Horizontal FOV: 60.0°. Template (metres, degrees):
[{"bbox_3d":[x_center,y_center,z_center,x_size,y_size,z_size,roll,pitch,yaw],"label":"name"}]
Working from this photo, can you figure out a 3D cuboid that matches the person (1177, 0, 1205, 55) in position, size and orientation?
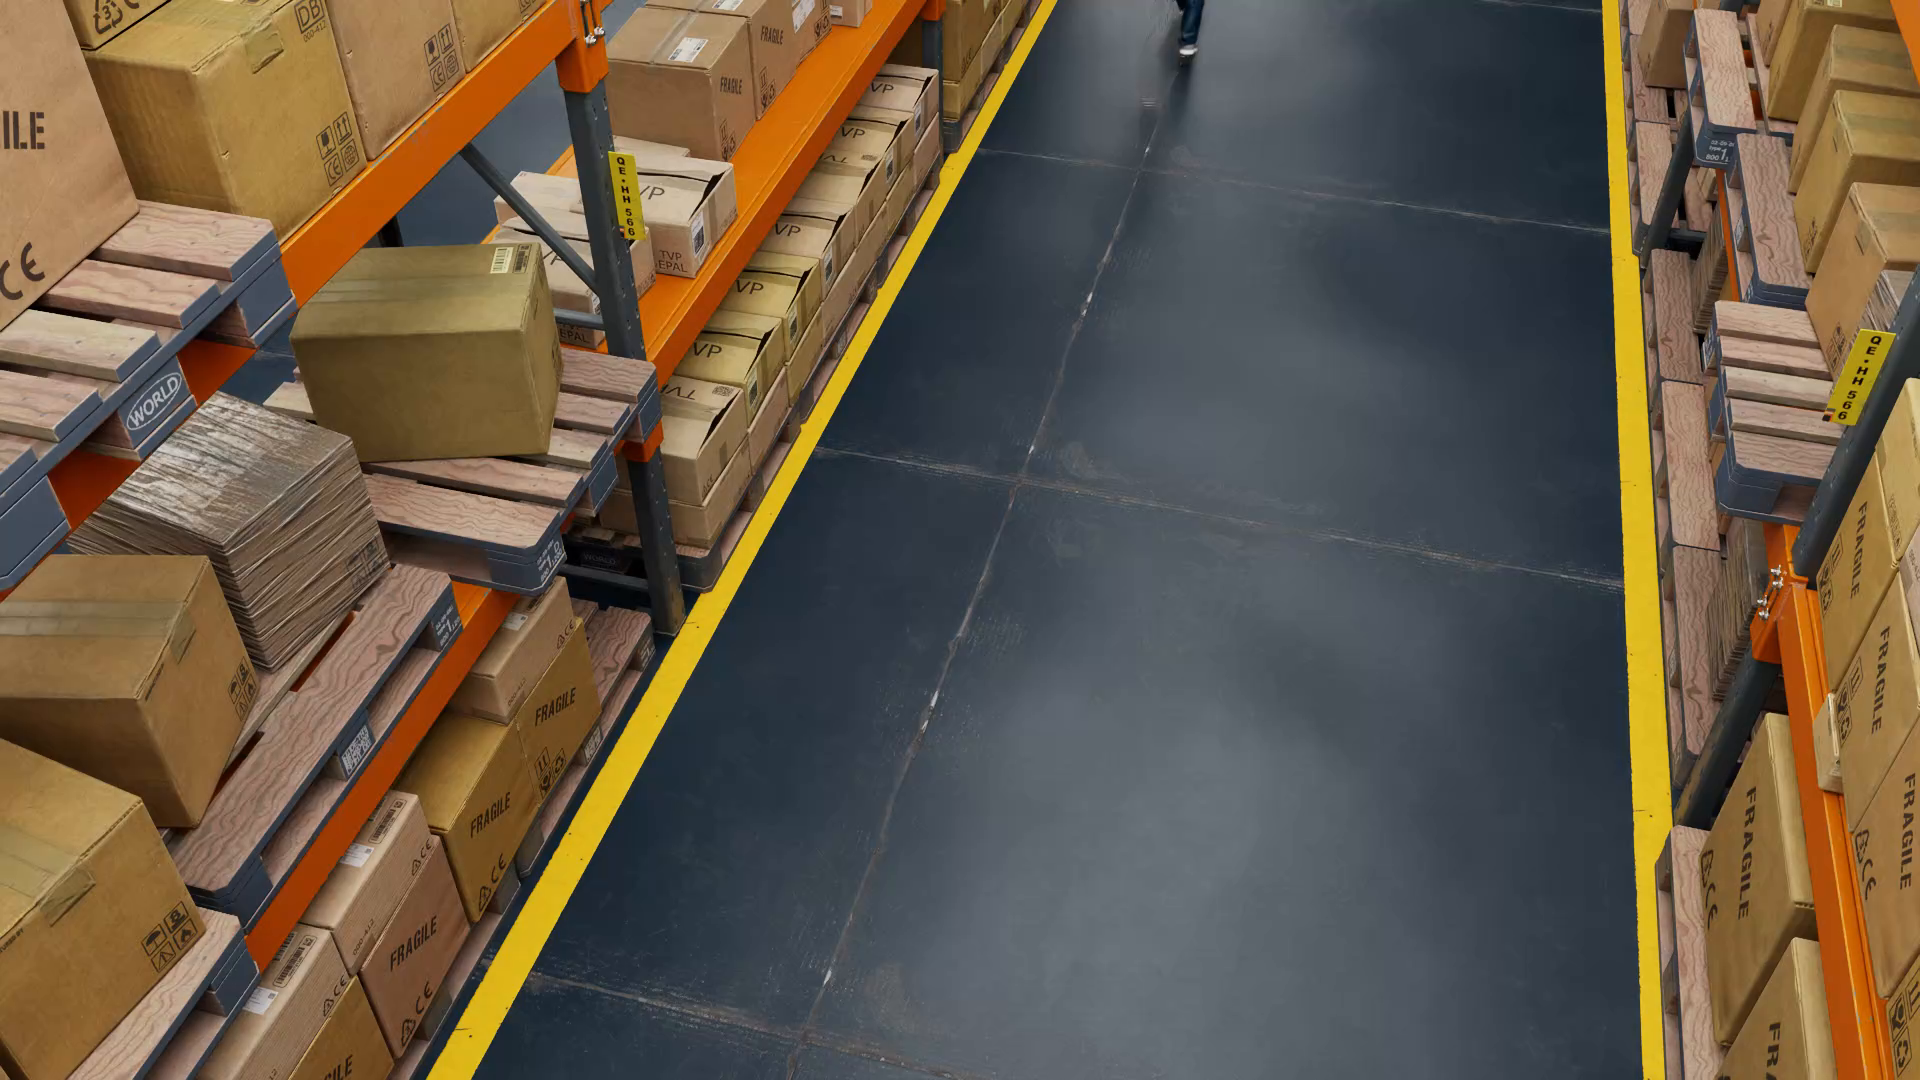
[{"bbox_3d":[1.527,-3.979,10.637,0.407,1.531,0.981,11,43,12],"label":"person"}]
